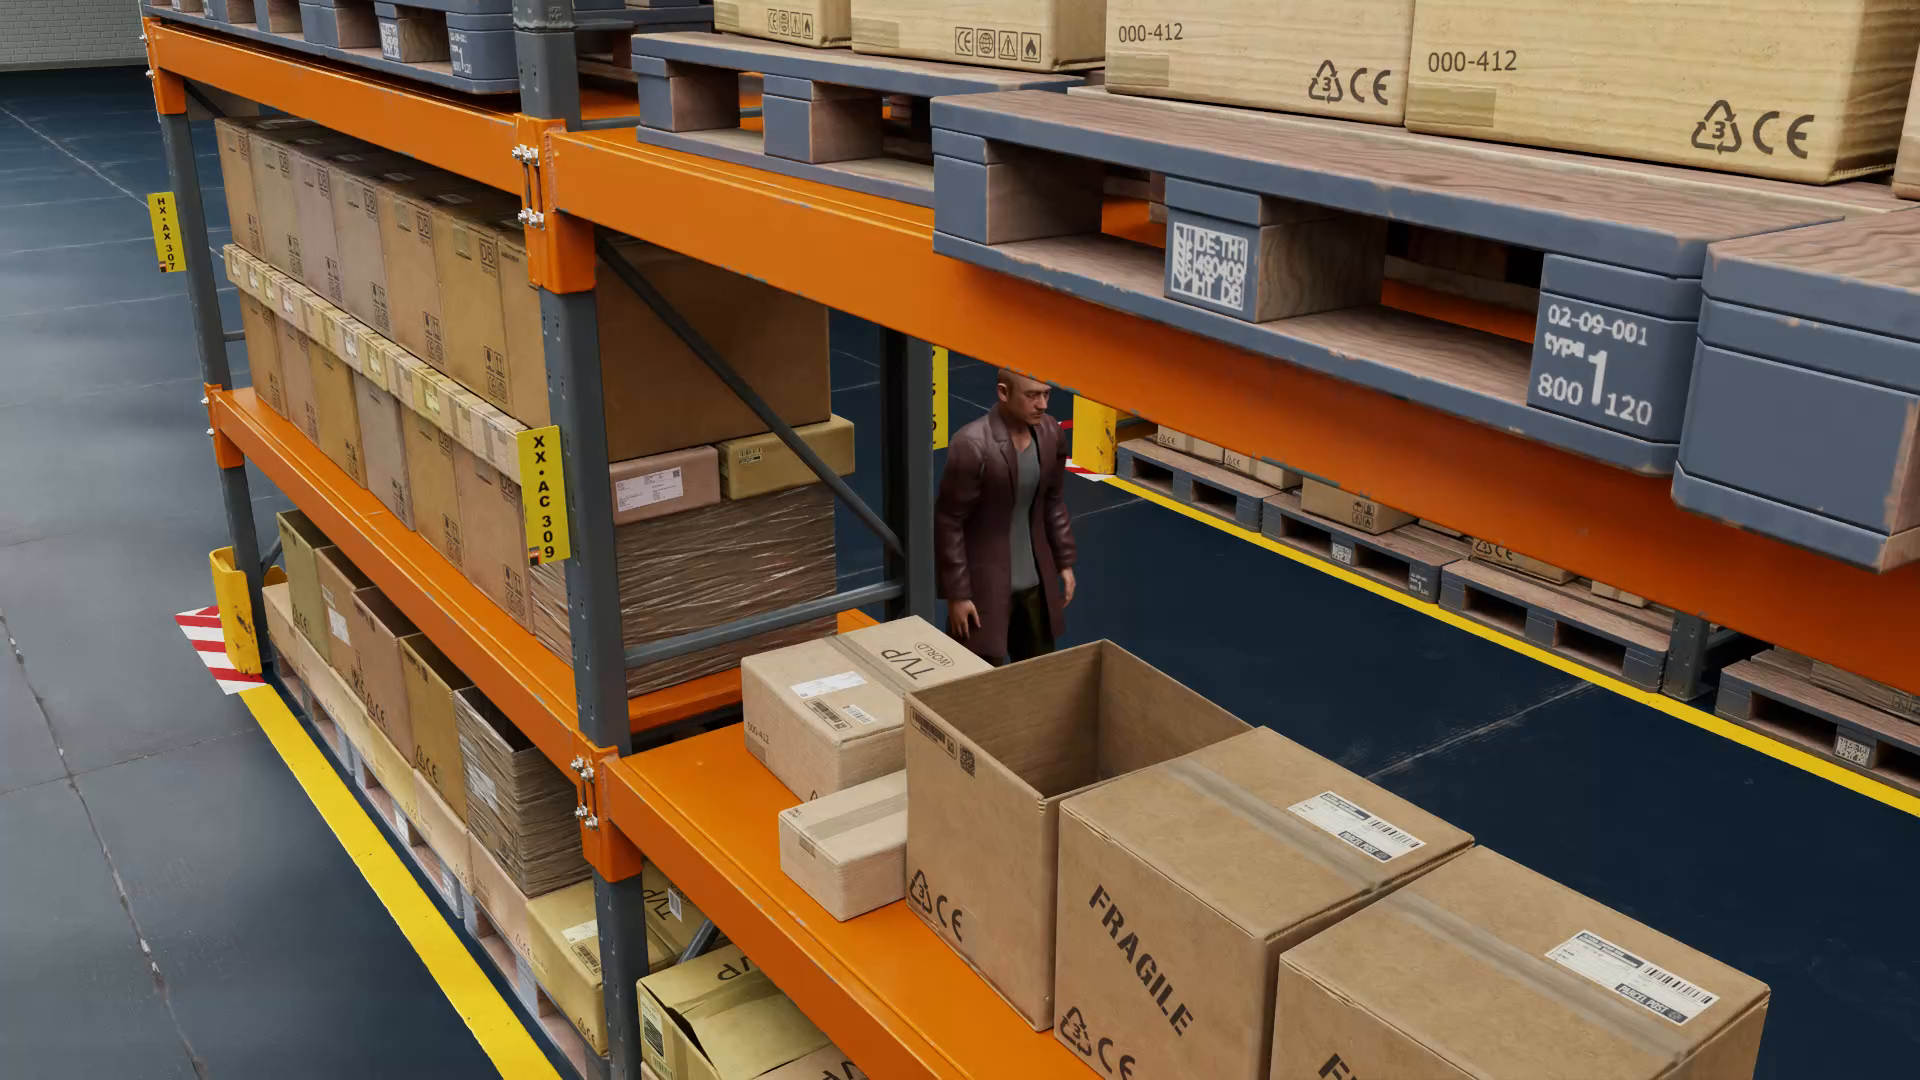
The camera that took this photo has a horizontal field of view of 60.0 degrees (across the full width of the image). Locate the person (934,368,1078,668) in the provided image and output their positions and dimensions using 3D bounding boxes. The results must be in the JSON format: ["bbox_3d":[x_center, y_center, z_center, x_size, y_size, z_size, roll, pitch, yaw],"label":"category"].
[{"bbox_3d":[0.180,0.160,6.188,0.653,1.774,0.422,-16,26,-35],"label":"person"}]
